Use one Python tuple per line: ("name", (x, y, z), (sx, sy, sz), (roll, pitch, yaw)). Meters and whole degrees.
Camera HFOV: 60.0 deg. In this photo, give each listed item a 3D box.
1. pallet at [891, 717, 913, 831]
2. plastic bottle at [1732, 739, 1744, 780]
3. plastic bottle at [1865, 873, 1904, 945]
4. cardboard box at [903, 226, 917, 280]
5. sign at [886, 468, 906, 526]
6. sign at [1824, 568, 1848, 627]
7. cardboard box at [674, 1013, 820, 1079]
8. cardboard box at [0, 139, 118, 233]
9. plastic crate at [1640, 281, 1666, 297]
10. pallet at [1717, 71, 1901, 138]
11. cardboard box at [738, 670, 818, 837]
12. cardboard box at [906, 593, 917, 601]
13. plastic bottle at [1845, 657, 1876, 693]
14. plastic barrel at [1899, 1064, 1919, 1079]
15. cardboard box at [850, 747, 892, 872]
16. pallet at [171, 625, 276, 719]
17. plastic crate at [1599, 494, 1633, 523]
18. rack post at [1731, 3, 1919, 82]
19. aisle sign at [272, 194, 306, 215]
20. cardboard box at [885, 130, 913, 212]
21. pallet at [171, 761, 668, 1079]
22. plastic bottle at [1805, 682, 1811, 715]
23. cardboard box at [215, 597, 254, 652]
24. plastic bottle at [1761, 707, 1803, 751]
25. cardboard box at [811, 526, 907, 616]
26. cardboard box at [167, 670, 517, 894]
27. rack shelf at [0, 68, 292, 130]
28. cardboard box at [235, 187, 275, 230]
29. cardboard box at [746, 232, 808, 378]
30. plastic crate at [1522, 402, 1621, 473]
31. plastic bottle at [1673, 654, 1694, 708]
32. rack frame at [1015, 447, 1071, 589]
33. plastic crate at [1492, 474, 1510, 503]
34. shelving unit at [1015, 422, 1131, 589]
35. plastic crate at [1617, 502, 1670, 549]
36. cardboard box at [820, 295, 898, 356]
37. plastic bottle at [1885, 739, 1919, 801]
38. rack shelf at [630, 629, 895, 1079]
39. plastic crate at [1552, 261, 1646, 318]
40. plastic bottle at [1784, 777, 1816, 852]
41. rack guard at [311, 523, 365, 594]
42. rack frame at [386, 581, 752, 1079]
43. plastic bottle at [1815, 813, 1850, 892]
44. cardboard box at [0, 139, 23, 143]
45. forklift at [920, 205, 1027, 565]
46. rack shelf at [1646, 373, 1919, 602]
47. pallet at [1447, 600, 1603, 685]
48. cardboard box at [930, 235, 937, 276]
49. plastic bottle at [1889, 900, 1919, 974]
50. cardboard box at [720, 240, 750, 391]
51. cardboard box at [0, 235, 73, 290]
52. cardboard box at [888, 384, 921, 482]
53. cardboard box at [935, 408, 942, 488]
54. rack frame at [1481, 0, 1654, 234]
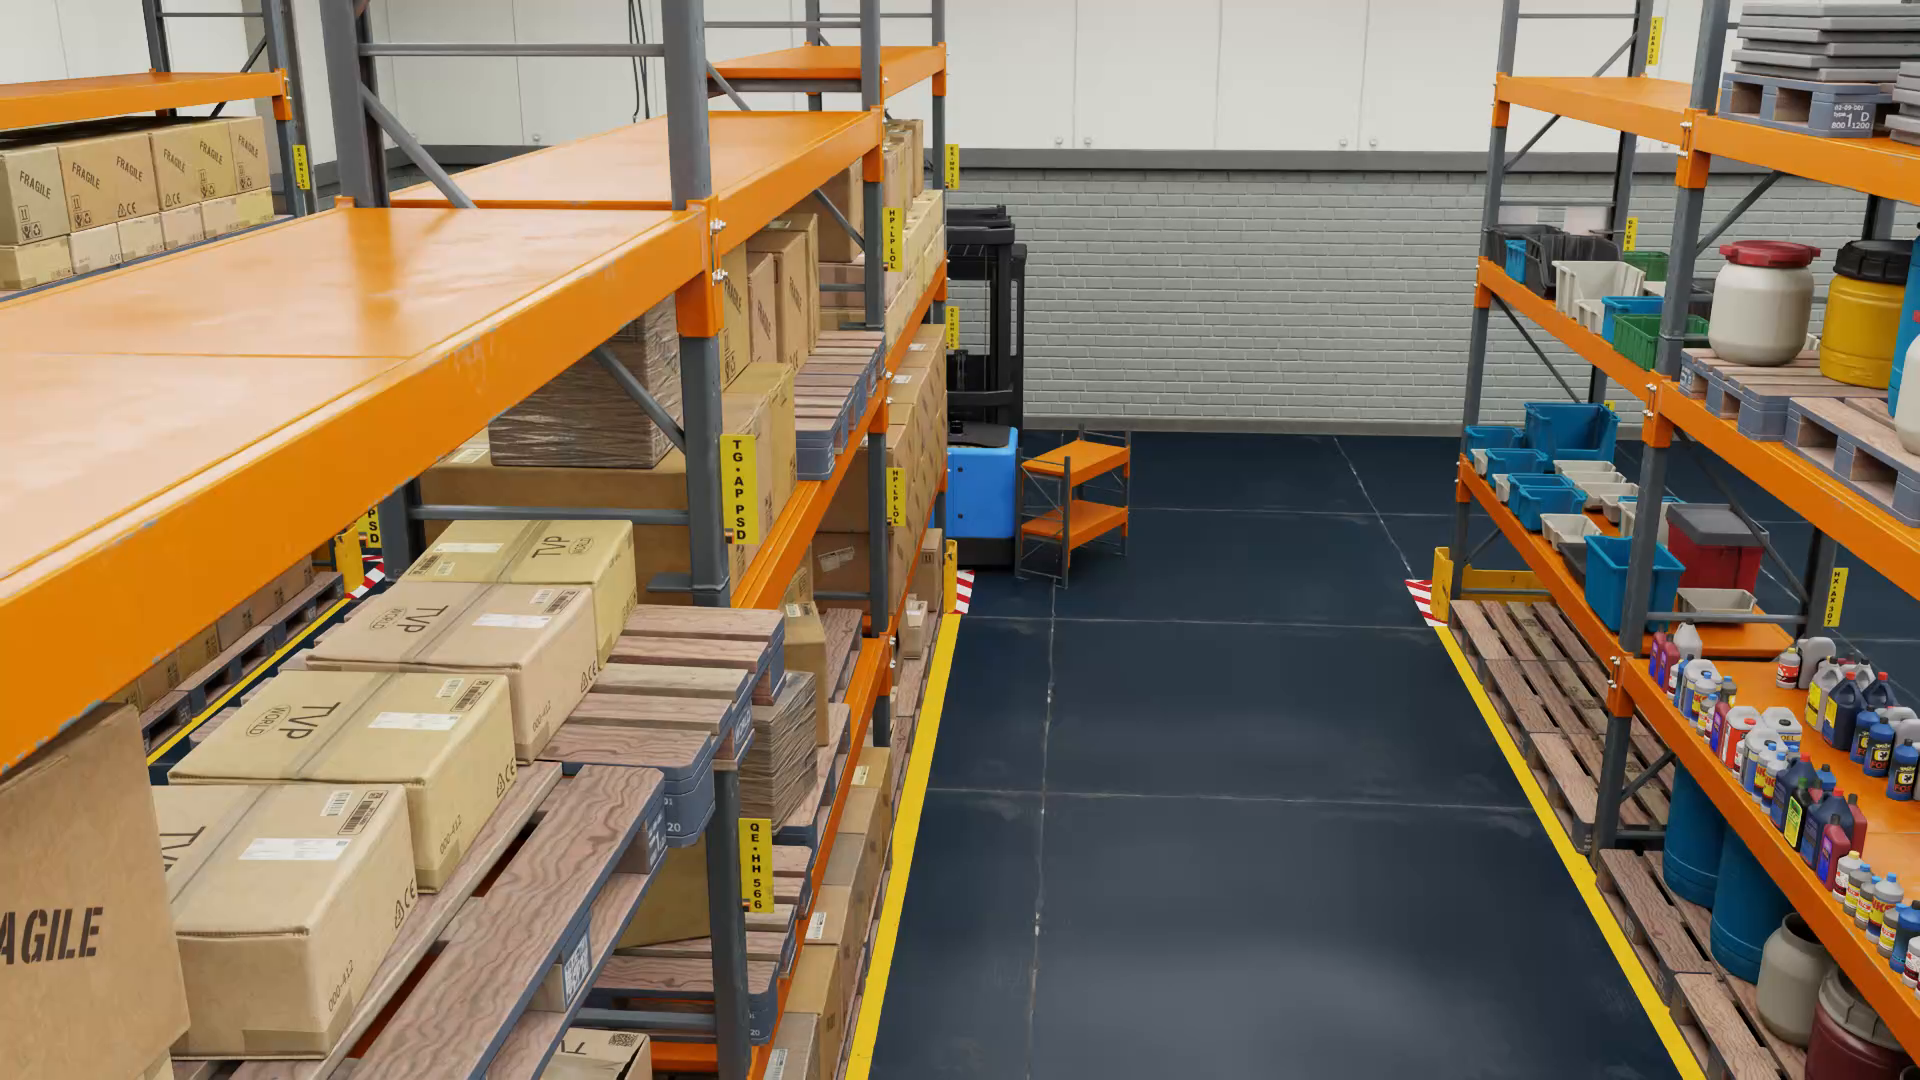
("pallet", (-0.848, 1.421, 10.249), (1.003, 0.211, 1.213), (1, 18, 4))
("plastic bottle", (3.527, 0.973, 7.455), (0.097, 0.201, 0.097), (0, 18, 0))
("plastic bottle", (3.430, 1.361, 6.160), (0.097, 0.271, 0.097), (0, 18, 0))
("cardboard box", (-0.534, -1.739, 10.034), (0.500, 0.250, 0.500), (1, 18, 4))
("sign", (-0.344, -0.230, 8.949), (0.100, 0.325, 0.005), (1, 18, 4))
("sign", (4.591, 0.302, 8.741), (0.100, 0.325, 0.005), (1, 18, 4))
("cardboard box", (-0.835, 2.232, 6.602), (0.500, 0.500, 0.500), (1, 18, 2))
("cardboard box", (-5.478, -2.133, 10.001), (0.500, 0.500, 0.500), (1, 18, 3))
("plastic crate", (4.429, -1.475, 10.213), (0.437, 0.136, 0.530), (1, 18, 4))
("pallet", (4.014, -1.893, 7.194), (1.003, 0.211, 1.213), (1, 18, 4))
("cardboard box", (-0.996, 0.826, 6.750), (0.700, 0.500, 0.500), (5, 19, 14))
("cardboard box", (-0.523, 0.502, 12.418), (0.380, 0.166, 0.250), (1, 18, 4))
("plastic bottle", (4.303, 0.737, 7.937), (0.144, 0.351, 0.185), (1, 18, 4))
("plastic barrel", (3.725, 2.316, 6.360), (0.421, 0.512, 0.421), (0, 18, 0))
("cardboard box", (-0.647, 1.447, 8.997), (0.500, 0.500, 0.500), (1, 18, 4))
("pallet", (-5.622, 0.910, 11.807), (1.003, 0.211, 1.213), (1, 18, 4))
("plastic crate", (4.418, -0.199, 11.040), (0.298, 0.136, 0.250), (1, 18, 4))
("rack post", (3.951, -2.134, 7.104), (0.937, 0.300, 0.954), (1, 18, 3))
("aisle sign", (-5.248, -2.294, 12.932), (0.394, 0.787, 0.004), (1, 18, 4))
("cardboard box", (-0.681, -2.411, 10.880), (0.700, 0.500, 0.500), (1, 18, 4))
("pallet", (-1.221, 0.775, 3.225), (1.003, 0.211, 1.213), (2, 18, 6))
("plastic bottle", (4.185, 0.761, 8.103), (0.097, 0.201, 0.097), (0, 18, 0))
("cardboard box", (-5.574, 0.476, 11.992), (0.700, 0.500, 0.500), (1, 18, 2))
("plastic bottle", (3.715, 0.906, 7.541), (0.152, 0.276, 0.135), (1, 18, 4))
("cardboard box", (-0.590, 0.109, 9.613), (0.500, 0.500, 0.500), (2, 18, 5))
("cardboard box", (-1.233, 0.480, 3.390), (0.500, 0.250, 0.500), (1, 18, 3))
("rack shelf", (-5.696, -2.741, 10.634), (1.077, 0.370, 4.000), (1, 18, 4))
("cardboard box", (-5.340, -2.411, 12.052), (0.500, 0.250, 0.500), (2, 18, 6))
("cardboard box", (-1.033, -1.049, 7.493), (0.600, 0.600, 0.600), (1, 18, 3))
("plastic crate", (4.492, -0.759, 12.269), (0.616, 0.435, 0.499), (1, 18, 4))
("plastic bottle", (3.584, 0.694, 8.195), (0.097, 0.271, 0.097), (0, 18, 0))
("rack frame", (0.674, -0.178, 13.661), (0.500, 1.125, 0.032), (12, 22, 32))
("plastic crate", (3.829, -0.347, 11.493), (0.250, 0.136, 0.298), (1, 18, 4))
("shelving unit", (0.959, -0.310, 14.061), (0.538, 1.125, 1.048), (12, 22, 32))
("plastic crate", (4.336, -0.022, 10.267), (0.437, 0.282, 0.530), (1, 18, 4))
("cardboard box", (-0.616, -1.191, 9.164), (0.500, 0.250, 0.500), (1, 18, 4))
("plastic bottle", (4.122, 0.998, 7.267), (0.097, 0.271, 0.097), (0, 18, 0))
("rack shelf", (-1.041, 1.272, 7.380), (1.077, 0.370, 4.000), (1, 18, 4))
("plastic crate", (3.863, -1.510, 10.086), (0.437, 0.282, 0.530), (1, 18, 4))
("plastic bottle", (3.464, 1.129, 6.847), (0.061, 0.283, 0.133), (1, 18, 4))
("rack guard", (-5.551, 0.137, 13.701), (1.175, 0.500, 0.348), (1, 18, 4))
("rack frame", (-1.185, 1.551, 5.373), (1.000, 3.000, 0.127), (1, 18, 4))
("plastic bottle", (3.441, 1.228, 6.546), (0.061, 0.283, 0.133), (1, 18, 4))
("cardboard box", (-5.985, -2.141, 10.024), (0.500, 0.500, 0.500), (1, 18, 2))
("forklift", (0.040, -1.589, 15.064), (1.130, 2.935, 3.031), (1, 18, 3))
("rack shelf", (3.899, -0.042, 6.572), (1.077, 0.370, 4.000), (1, 18, 4))
("pallet", (4.231, 0.758, 12.269), (1.003, 0.211, 1.213), (1, 18, 4))
("cardboard box", (-0.432, -1.967, 11.534), (0.500, 0.250, 0.500), (1, 18, 4))
("plastic bottle", (3.416, 1.421, 5.975), (0.097, 0.271, 0.097), (0, 18, 0))
("cardboard box", (-1.074, -0.849, 6.114), (0.500, 0.500, 0.500), (1, 18, 4))
("cardboard box", (-5.527, -1.611, 9.610), (0.500, 0.250, 0.500), (1, 18, 4))
("cardboard box", (-0.510, -0.674, 10.396), (0.500, 0.500, 0.500), (1, 18, 2))
("cardboard box", (-0.405, -0.675, 12.005), (0.500, 0.500, 0.500), (1, 18, 4))
("rack frame", (4.329, -3.673, 11.680), (1.000, 3.000, 0.127), (1, 18, 4))
